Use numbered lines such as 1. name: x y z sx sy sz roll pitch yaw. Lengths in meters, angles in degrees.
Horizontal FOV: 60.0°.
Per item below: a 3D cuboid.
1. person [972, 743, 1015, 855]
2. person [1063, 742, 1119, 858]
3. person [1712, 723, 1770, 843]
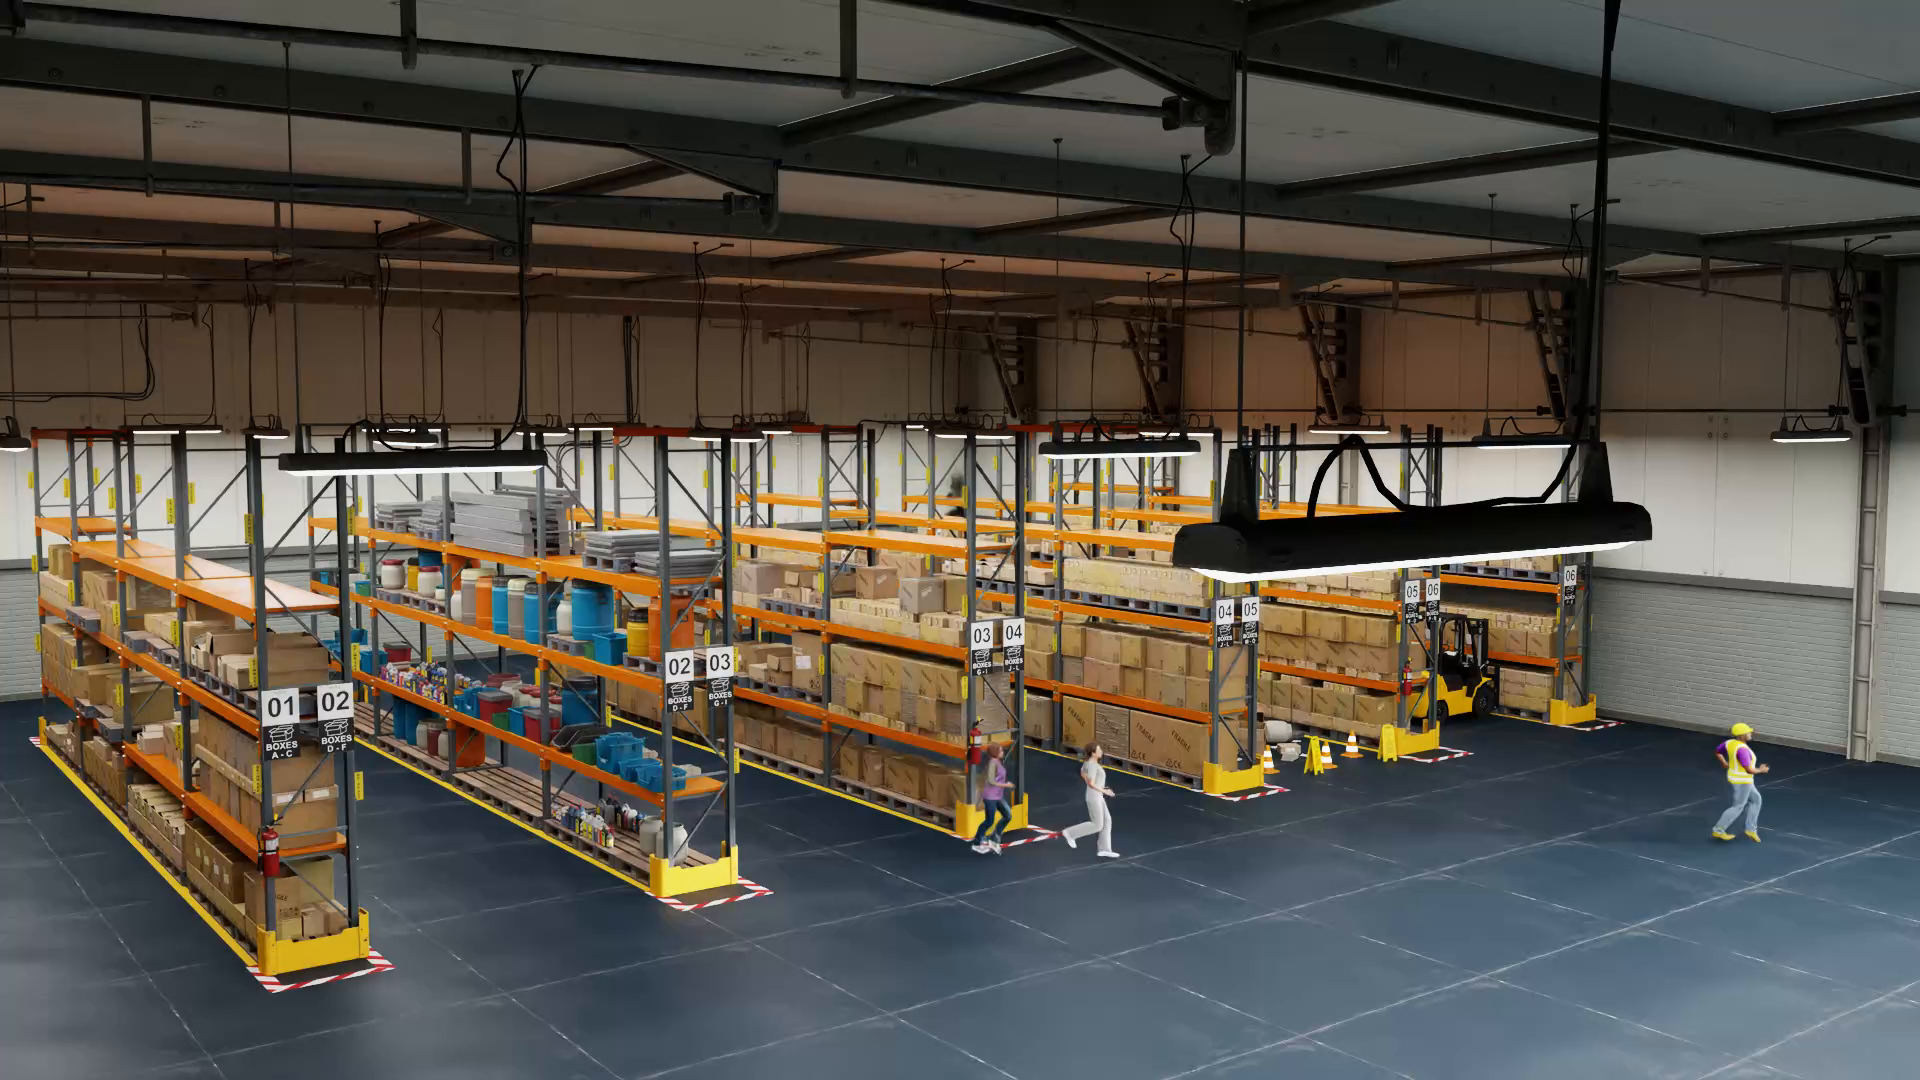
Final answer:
1. person: 0.490 3.685 23.630 0.652 1.613 0.532 1 5 16
2. person: 1.853 3.673 23.494 0.807 1.656 0.564 0 4 2
3. person: 11.405 3.563 24.318 0.757 1.802 0.707 1 5 10
